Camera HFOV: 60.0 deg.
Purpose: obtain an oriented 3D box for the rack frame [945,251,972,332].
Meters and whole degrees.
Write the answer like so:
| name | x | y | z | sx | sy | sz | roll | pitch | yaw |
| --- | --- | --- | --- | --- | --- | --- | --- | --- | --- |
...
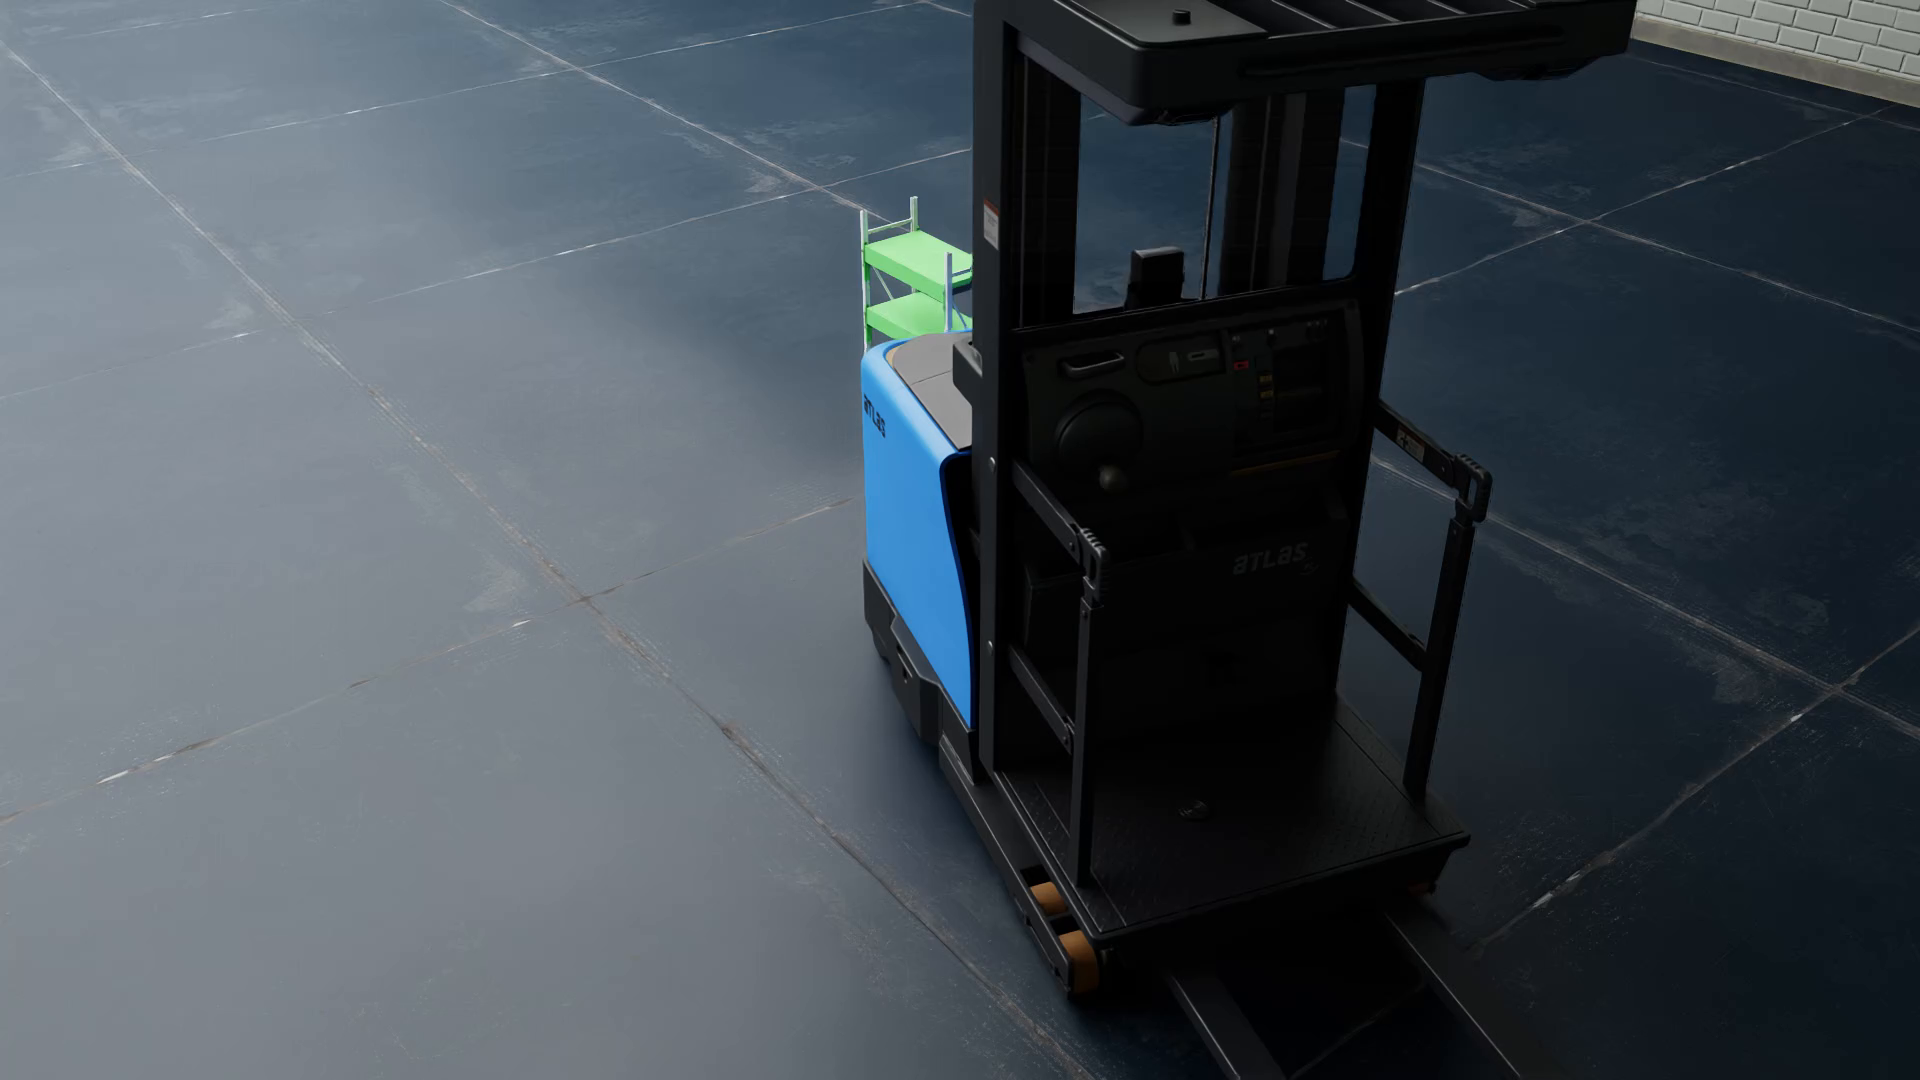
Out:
| name | x | y | z | sx | sy | sz | roll | pitch | yaw |
| --- | --- | --- | --- | --- | --- | --- | --- | --- | --- |
| rack frame | 0.048 | -0.477 | 5.881 | 0.240 | 1.200 | 0.015 | -22 | 38 | -31 |

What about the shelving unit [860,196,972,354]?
| name | x | y | z | sx | sy | sz | roll | pitch | yaw |
| --- | --- | --- | --- | --- | --- | --- | --- | --- | --- |
| shelving unit | -0.101 | -0.579 | 6.045 | 0.258 | 1.200 | 0.503 | -22 | 38 | -31 |

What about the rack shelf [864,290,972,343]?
| name | x | y | z | sx | sy | sz | roll | pitch | yaw |
| --- | --- | --- | --- | --- | --- | --- | --- | --- | --- |
| rack shelf | -0.101 | -0.728 | 5.952 | 0.258 | 0.148 | 0.480 | -22 | 38 | -31 |

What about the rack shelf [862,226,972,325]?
| name | x | y | z | sx | sy | sz | roll | pitch | yaw |
| --- | --- | --- | --- | --- | --- | --- | --- | --- | --- |
| rack shelf | -0.101 | -0.932 | 5.825 | 0.258 | 0.148 | 0.480 | -22 | 38 | -31 |

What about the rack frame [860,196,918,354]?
| name | x | y | z | sx | sy | sz | roll | pitch | yaw |
| --- | --- | --- | --- | --- | --- | --- | --- | --- | --- |
| rack frame | -0.251 | -0.680 | 6.208 | 0.240 | 1.200 | 0.015 | -22 | 38 | -31 |

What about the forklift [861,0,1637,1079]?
| name | x | y | z | sx | sy | sz | roll | pitch | yaw |
| --- | --- | --- | --- | --- | --- | --- | --- | --- | --- |
| forklift | 0.667 | -0.308 | 3.968 | 1.130 | 2.935 | 3.031 | -11 | 34 | -17 |
